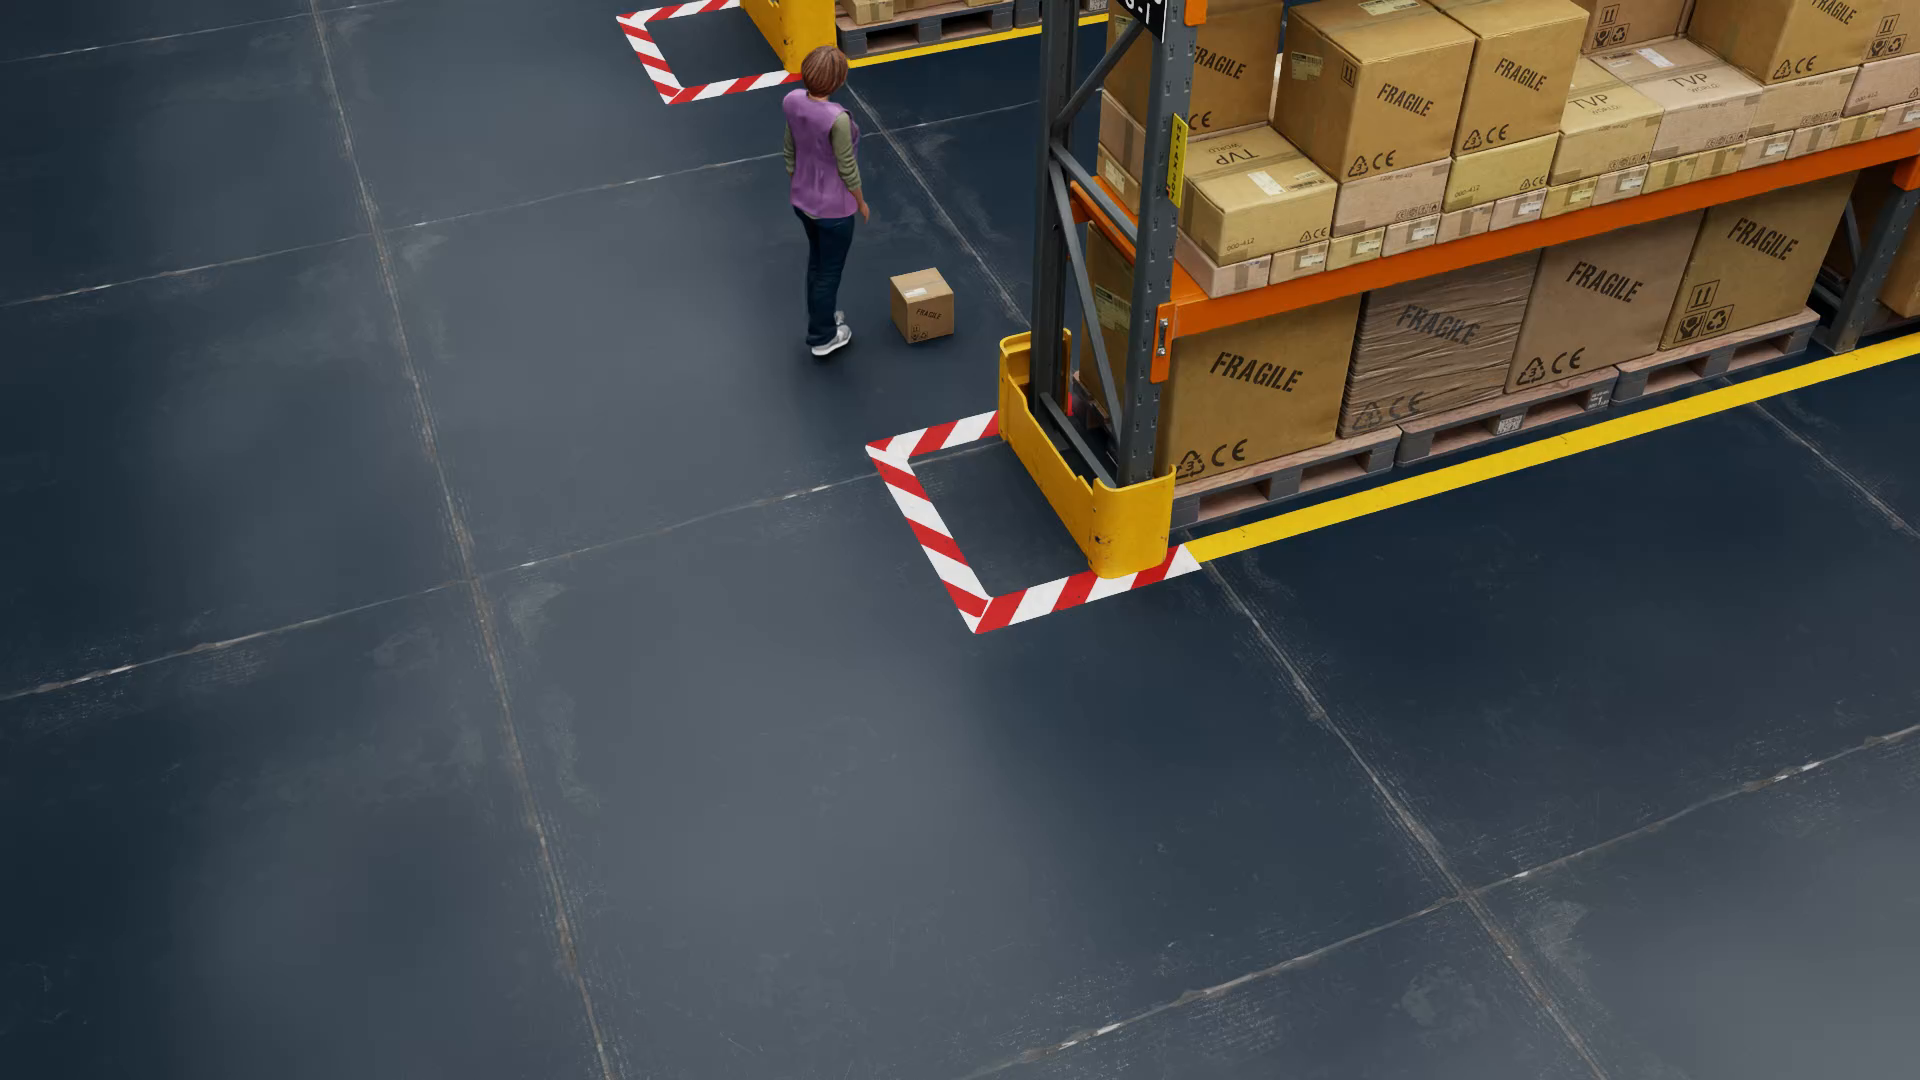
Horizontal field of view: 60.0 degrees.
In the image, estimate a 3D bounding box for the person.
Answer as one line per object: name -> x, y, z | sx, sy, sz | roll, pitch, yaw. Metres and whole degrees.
person -> -0.630, -1.586, 7.915 | 0.434, 1.639, 0.414 | 33, 52, 31
